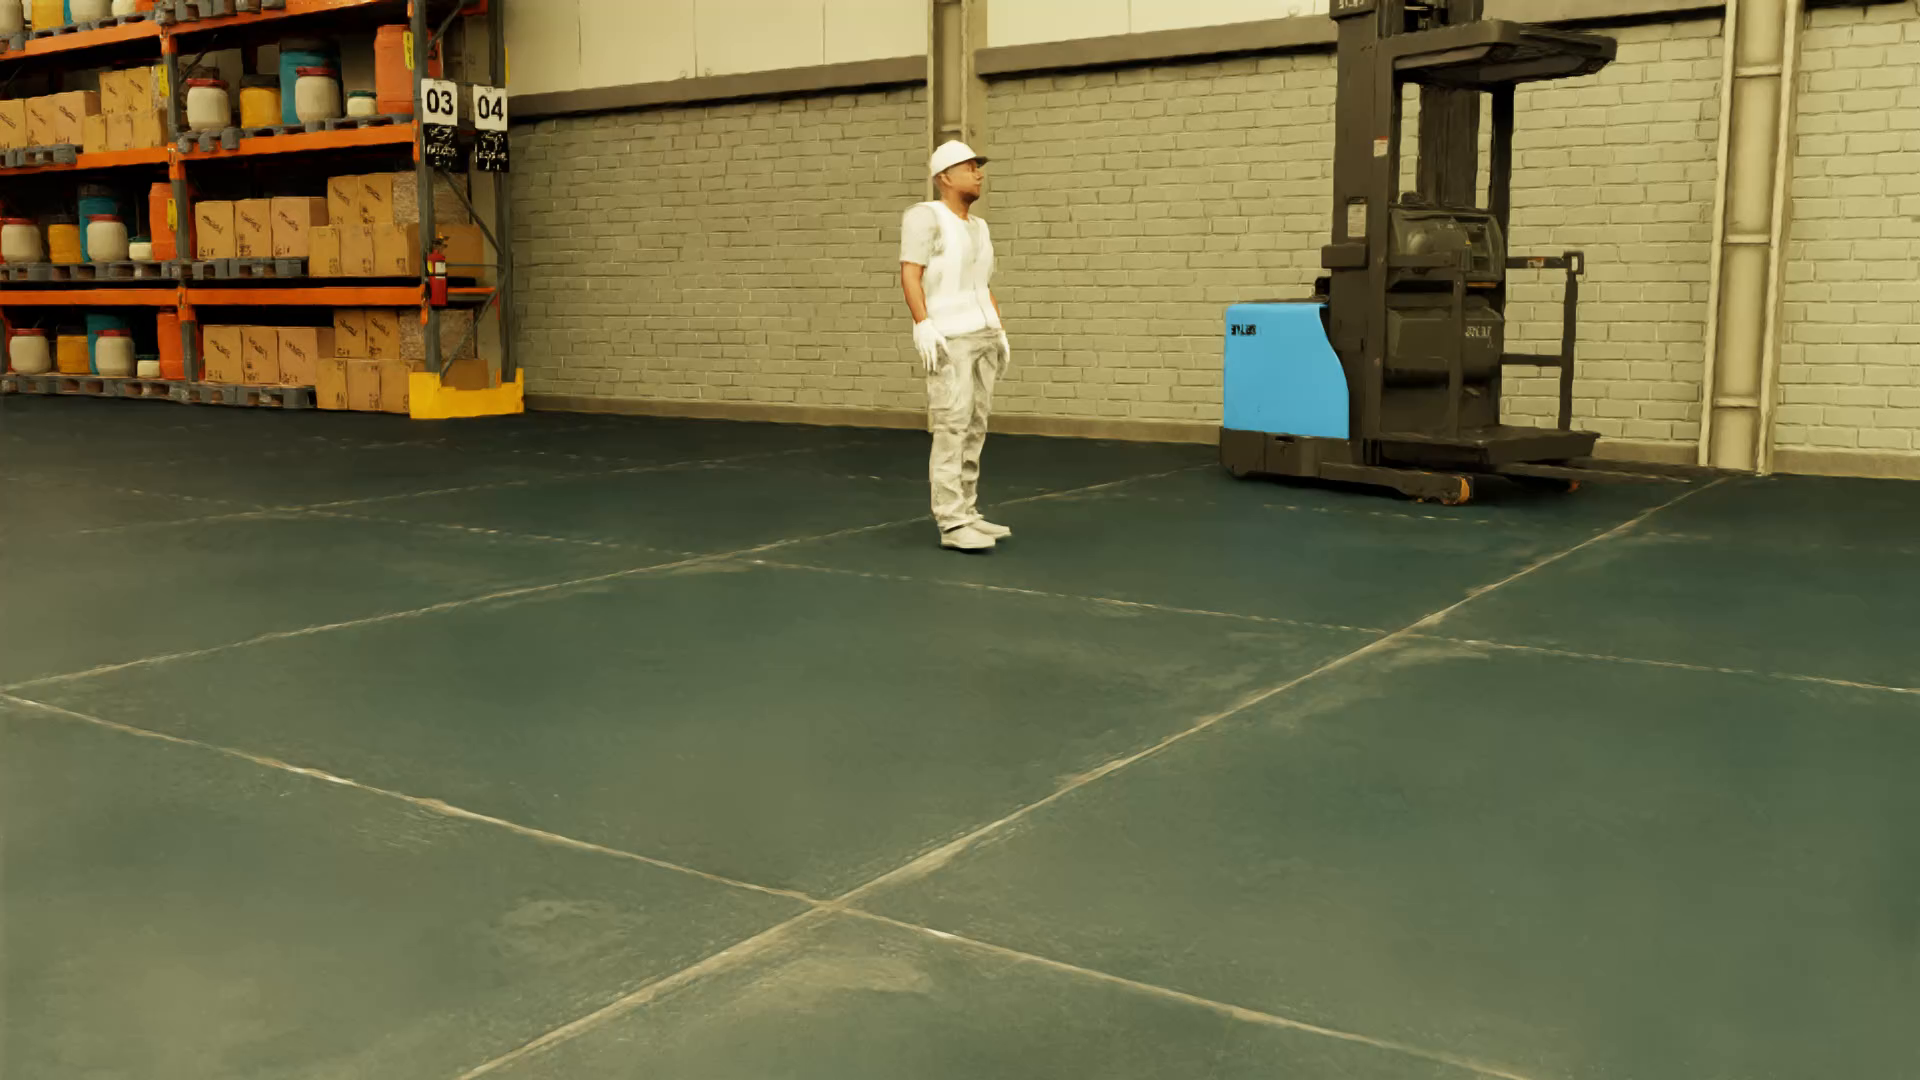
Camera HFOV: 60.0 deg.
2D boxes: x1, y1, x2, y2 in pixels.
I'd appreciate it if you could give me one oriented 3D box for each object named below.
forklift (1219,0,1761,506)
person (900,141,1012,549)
[{"bbox_3d":[2.880,-1.711,9.226,1.130,2.935,3.031,-6,10,-36],"label":"forklift"},{"bbox_3d":[0.055,-0.883,7.431,0.576,1.782,0.655,5,10,34],"label":"person"}]
